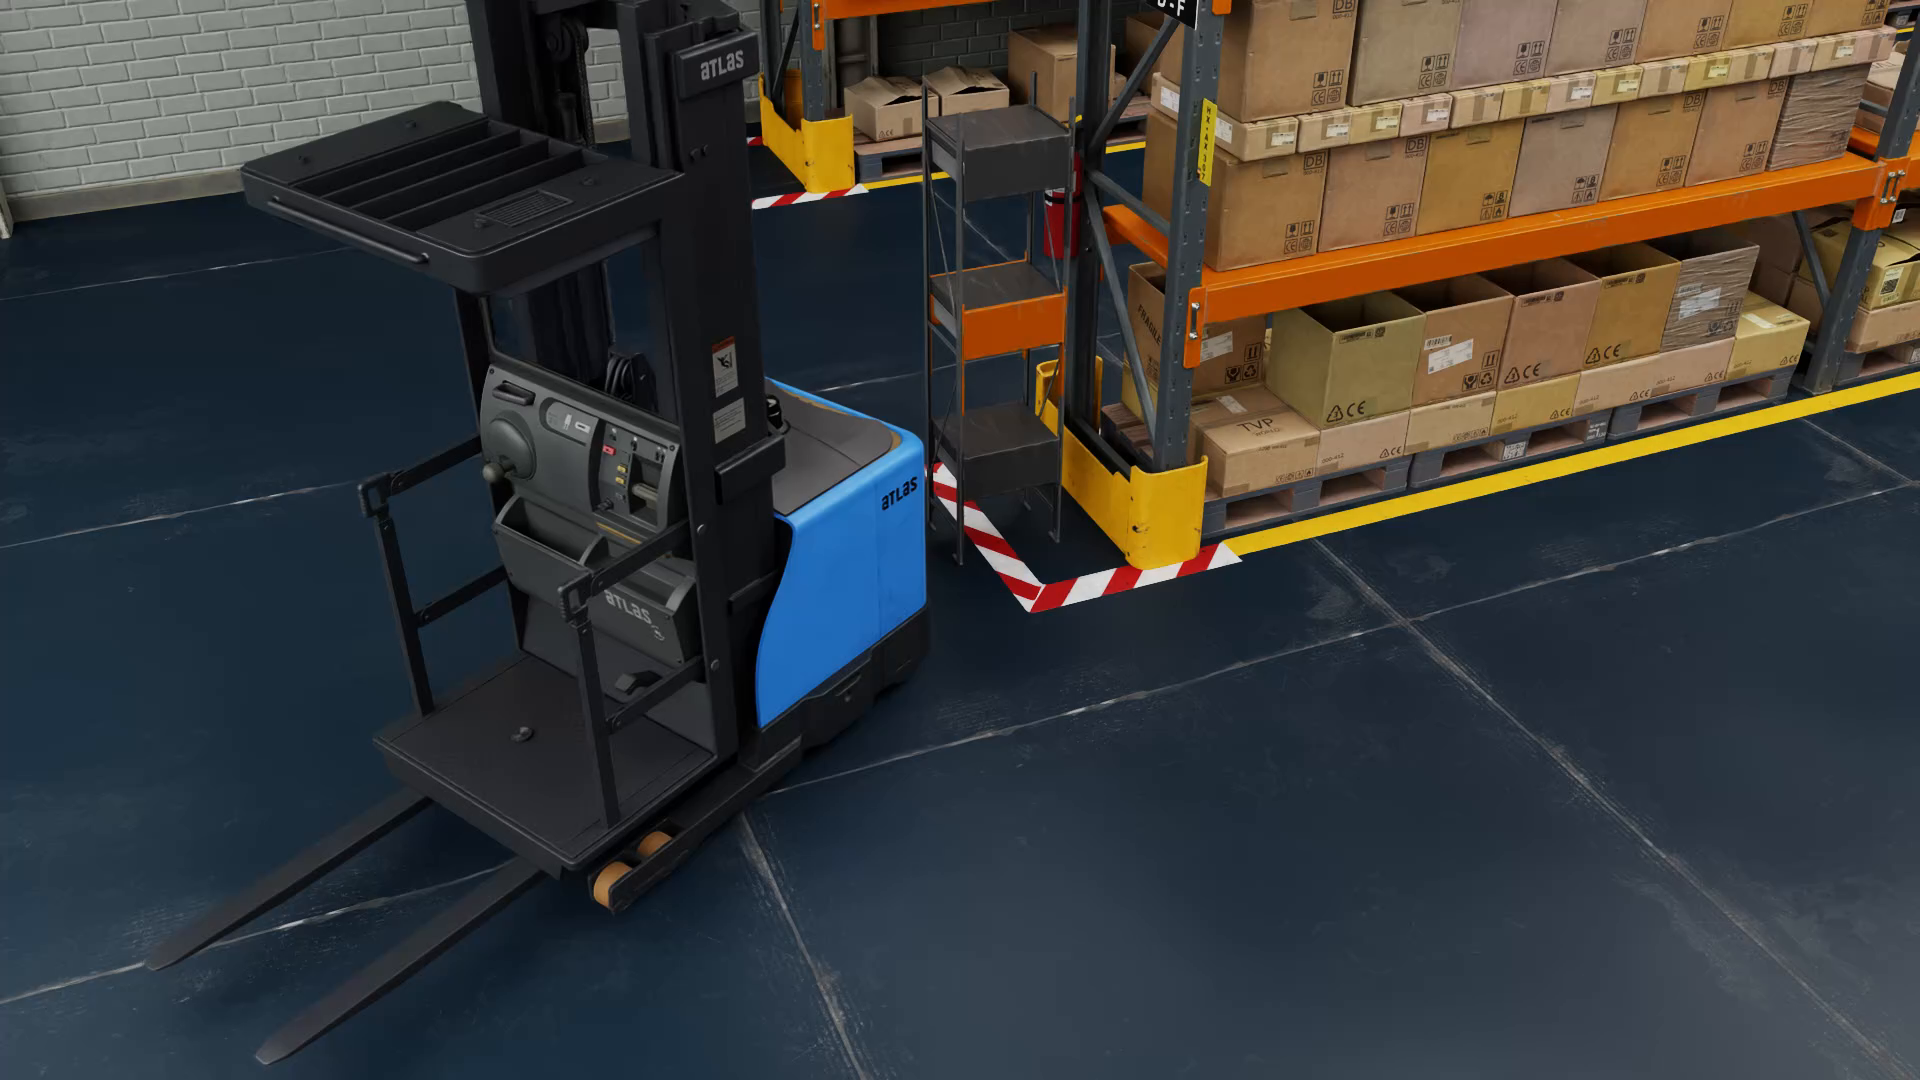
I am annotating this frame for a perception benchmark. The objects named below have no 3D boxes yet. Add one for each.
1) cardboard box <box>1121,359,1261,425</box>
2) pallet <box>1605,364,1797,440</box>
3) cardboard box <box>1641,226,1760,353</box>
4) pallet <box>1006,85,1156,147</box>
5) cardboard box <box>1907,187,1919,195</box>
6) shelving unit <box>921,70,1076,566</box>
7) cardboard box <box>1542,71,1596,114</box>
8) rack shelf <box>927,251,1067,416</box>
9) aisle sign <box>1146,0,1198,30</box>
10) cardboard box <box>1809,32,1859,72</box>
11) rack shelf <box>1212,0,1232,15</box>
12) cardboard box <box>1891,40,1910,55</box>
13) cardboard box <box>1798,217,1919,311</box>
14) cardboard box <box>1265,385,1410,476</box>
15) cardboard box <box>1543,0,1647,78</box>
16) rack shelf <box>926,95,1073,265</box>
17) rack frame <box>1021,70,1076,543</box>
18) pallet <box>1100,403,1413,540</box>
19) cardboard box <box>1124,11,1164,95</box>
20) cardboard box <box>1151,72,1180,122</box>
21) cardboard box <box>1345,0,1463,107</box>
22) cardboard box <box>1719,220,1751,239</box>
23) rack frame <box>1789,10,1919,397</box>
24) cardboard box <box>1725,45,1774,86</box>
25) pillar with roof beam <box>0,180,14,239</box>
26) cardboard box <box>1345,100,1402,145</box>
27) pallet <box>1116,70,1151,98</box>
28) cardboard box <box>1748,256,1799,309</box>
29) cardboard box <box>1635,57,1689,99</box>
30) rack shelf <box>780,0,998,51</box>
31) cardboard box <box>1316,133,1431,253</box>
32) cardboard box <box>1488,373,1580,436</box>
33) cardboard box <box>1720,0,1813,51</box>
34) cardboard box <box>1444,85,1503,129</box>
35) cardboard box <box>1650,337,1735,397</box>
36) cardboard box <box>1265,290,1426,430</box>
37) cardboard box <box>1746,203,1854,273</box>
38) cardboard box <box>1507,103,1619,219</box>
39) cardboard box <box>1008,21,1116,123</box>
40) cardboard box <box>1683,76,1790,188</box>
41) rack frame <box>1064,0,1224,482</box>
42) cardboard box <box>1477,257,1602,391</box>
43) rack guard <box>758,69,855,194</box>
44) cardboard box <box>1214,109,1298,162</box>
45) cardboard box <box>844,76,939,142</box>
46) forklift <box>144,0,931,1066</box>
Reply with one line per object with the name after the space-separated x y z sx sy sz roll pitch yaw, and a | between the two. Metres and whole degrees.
1.141 -0.730 8.258 0.500 0.250 0.500 -13 35 -19 | cardboard box
3.699 -0.974 9.053 1.213 0.211 1.003 -13 35 -19 | pallet
3.640 -1.320 8.477 0.500 0.500 0.500 -13 35 -19 | cardboard box
0.795 -3.192 12.462 1.213 0.211 1.003 -13 35 -19 | pallet
5.649 -1.995 9.688 0.500 0.311 0.500 -13 35 -19 | cardboard box
0.153 -0.915 7.231 0.503 2.100 0.431 -13 35 -19 | shelving unit
2.623 -2.058 7.475 0.250 0.149 0.380 -13 35 -18 | cardboard box
0.153 -0.904 7.238 0.480 0.518 0.431 -13 35 -19 | rack shelf
0.819 -2.367 6.254 0.004 0.787 0.394 -13 35 -19 | aisle sign
4.052 -2.387 7.982 0.250 0.149 0.380 -14 35 -20 | cardboard box
2.605 -2.823 7.248 4.000 0.370 1.077 -13 35 -19 | rack shelf
5.188 -2.511 8.982 0.258 0.266 0.396 -14 35 -20 | cardboard box
4.926 -1.510 8.943 0.500 0.311 0.500 -13 35 -19 | cardboard box
1.801 -0.577 8.023 0.500 0.250 0.500 -13 35 -19 | cardboard box
2.654 -2.461 7.500 0.500 0.500 0.700 -13 35 -19 | cardboard box
0.153 -1.490 6.857 0.480 0.518 0.431 -13 35 -19 | rack shelf
0.378 -0.967 7.310 0.015 2.100 0.400 -13 35 -19 | rack frame
1.450 -0.459 8.262 1.213 0.211 1.003 -13 35 -19 | pallet
1.586 -3.677 12.540 0.500 0.500 0.500 -16 36 -22 | cardboard box
1.039 -1.935 7.288 0.250 0.149 0.380 -13 35 -20 | cardboard box
1.728 -2.248 7.173 0.500 0.500 0.700 -14 36 -20 | cardboard box
3.900 -1.687 9.041 0.500 0.500 0.500 -13 35 -19 | cardboard box
4.449 -2.290 8.519 0.127 3.000 1.000 -13 35 -19 | rack frame
3.570 -2.275 7.809 0.250 0.149 0.380 -13 35 -19 | cardboard box
-4.716 -3.601 5.033 0.400 9.000 9.100 -13 35 -19 | pillar with roof beam
1.679 -1.843 7.145 0.250 0.149 0.380 -13 35 -19 | cardboard box
1.922 -3.451 12.861 1.213 0.211 1.003 -13 35 -19 | pallet
4.719 -1.546 9.512 0.500 0.250 0.500 -13 35 -19 | cardboard box
3.110 -2.171 7.650 0.250 0.149 0.380 -12 35 -18 | cardboard box
0.684 -4.056 11.893 4.000 0.370 1.077 -13 35 -19 | rack shelf
1.678 -1.692 7.509 0.500 0.500 0.700 -12 35 -18 | cardboard box
2.725 -0.786 8.343 0.500 0.250 0.500 -13 35 -19 | cardboard box
3.577 -2.671 7.824 0.500 0.500 0.700 -13 35 -19 | cardboard box
2.157 -1.952 7.314 0.250 0.149 0.380 -14 36 -21 | cardboard box
3.641 -1.005 8.680 0.500 0.250 0.500 -13 35 -19 | cardboard box
1.801 -0.891 7.817 0.500 0.500 0.500 -13 35 -19 | cardboard box
4.711 -1.778 9.354 0.500 0.311 0.500 -13 35 -19 | cardboard box
2.622 -1.907 7.839 0.500 0.500 0.700 -12 35 -18 | cardboard box
0.734 -3.423 12.149 0.500 0.500 0.700 -15 36 -22 | cardboard box
3.558 -2.120 8.166 0.500 0.500 0.700 -13 35 -19 | cardboard box
0.761 -1.445 7.221 0.127 3.000 1.000 -13 35 -19 | rack frame
2.725 -1.100 8.138 0.500 0.500 0.500 -13 35 -19 | cardboard box
-1.090 -2.904 11.754 0.348 0.500 1.175 -13 35 -19 | rack guard
1.206 -1.733 6.977 0.250 0.149 0.380 -13 35 -19 | cardboard box
-0.488 -3.093 11.816 0.500 0.311 0.500 -17 37 -24 | cardboard box
-1.413 -0.247 5.442 1.130 2.935 3.031 22 39 30 | forklift
